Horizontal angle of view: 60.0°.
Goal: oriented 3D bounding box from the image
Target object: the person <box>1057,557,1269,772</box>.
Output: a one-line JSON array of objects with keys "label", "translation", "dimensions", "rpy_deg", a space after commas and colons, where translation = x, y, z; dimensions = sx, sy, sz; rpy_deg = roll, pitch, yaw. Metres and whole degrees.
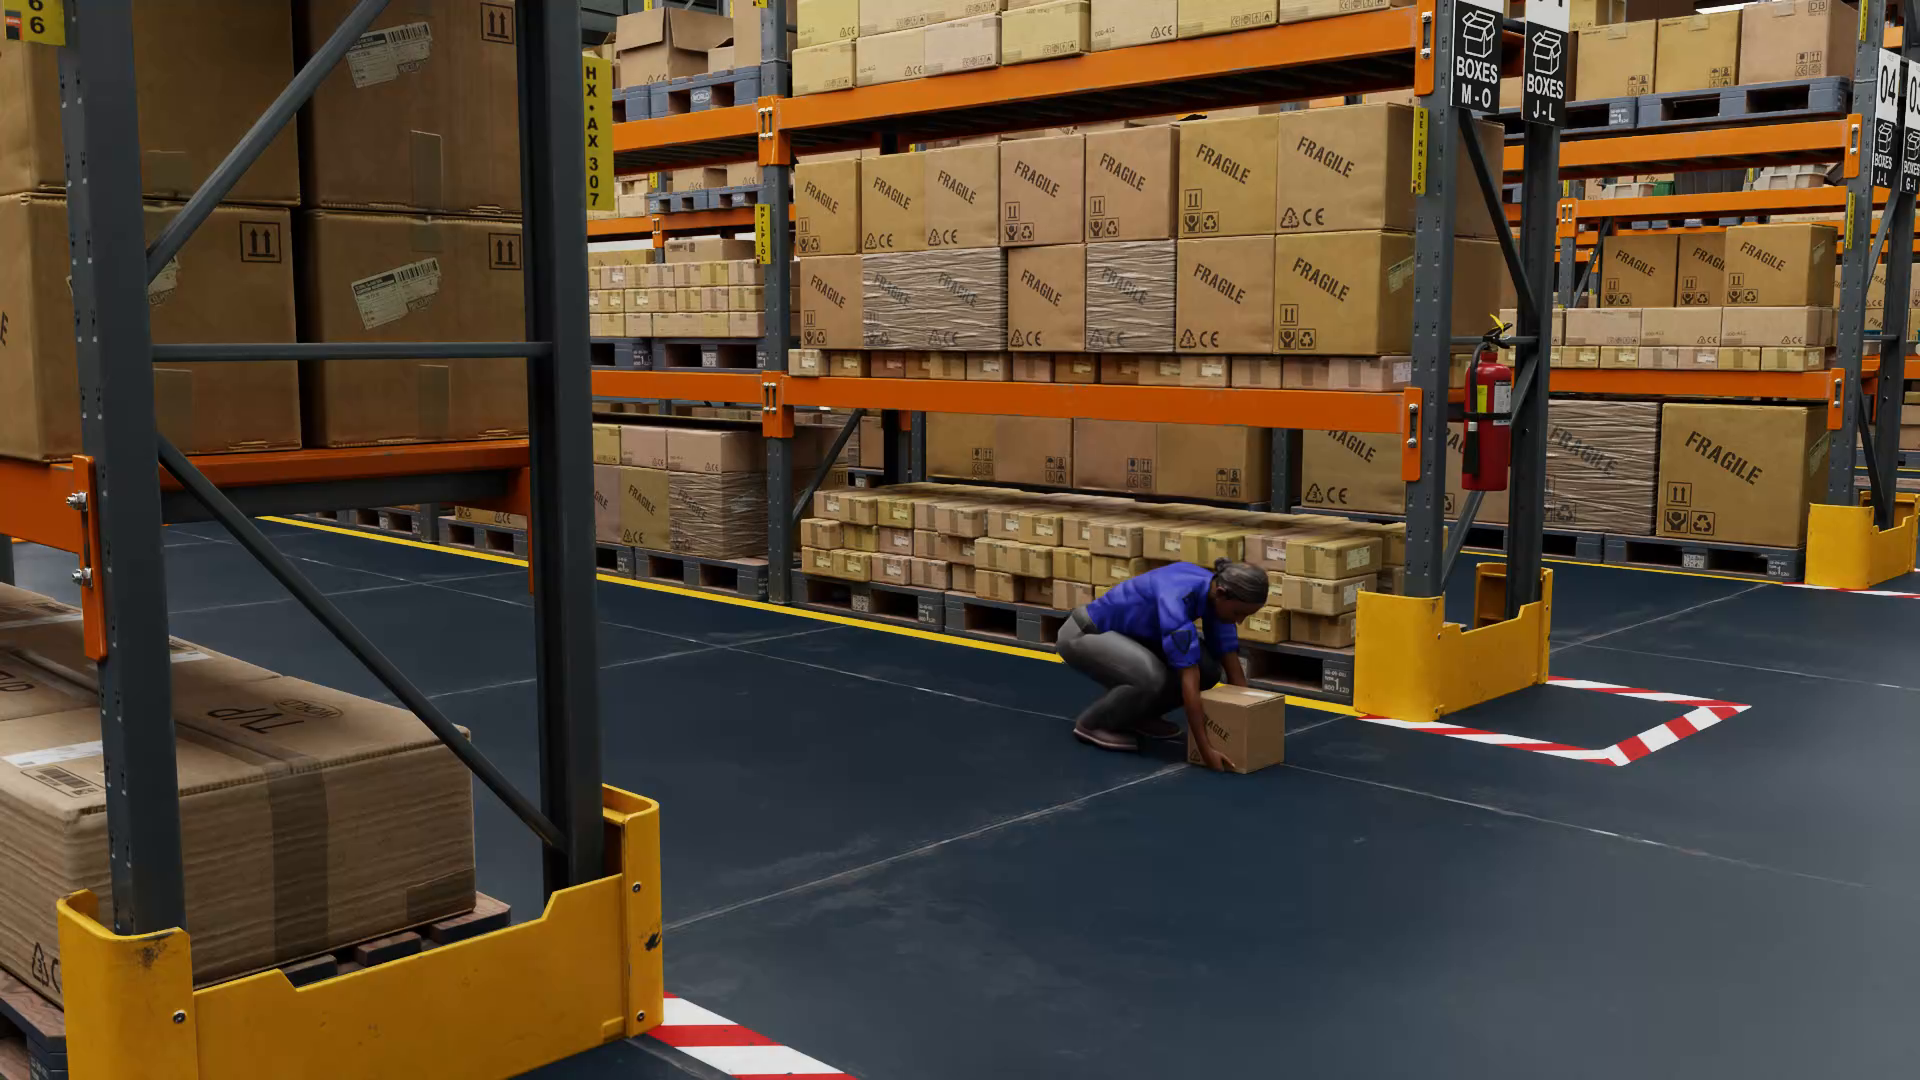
[{"label": "person", "translation": [0.763, 0.444, 6.206], "dimensions": [0.841, 0.808, 0.470], "rpy_deg": [7, 10, 42]}]
